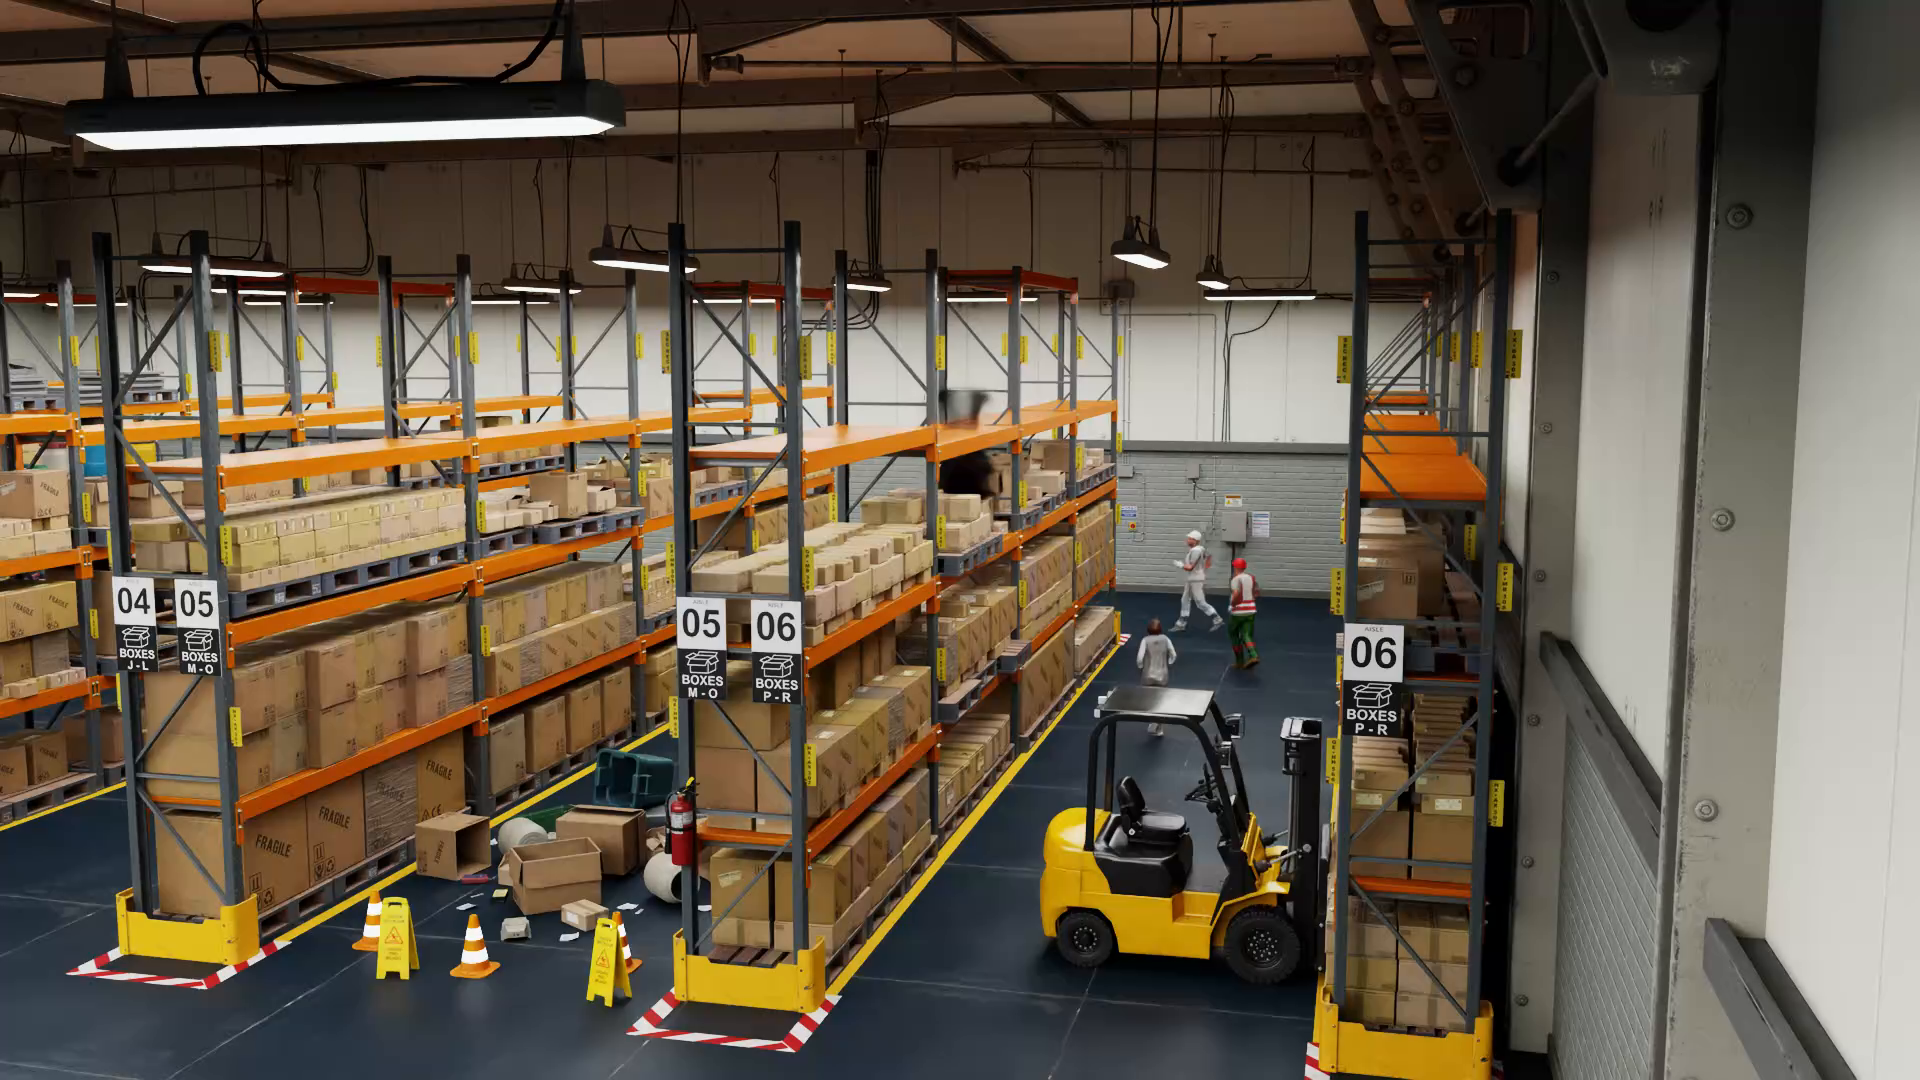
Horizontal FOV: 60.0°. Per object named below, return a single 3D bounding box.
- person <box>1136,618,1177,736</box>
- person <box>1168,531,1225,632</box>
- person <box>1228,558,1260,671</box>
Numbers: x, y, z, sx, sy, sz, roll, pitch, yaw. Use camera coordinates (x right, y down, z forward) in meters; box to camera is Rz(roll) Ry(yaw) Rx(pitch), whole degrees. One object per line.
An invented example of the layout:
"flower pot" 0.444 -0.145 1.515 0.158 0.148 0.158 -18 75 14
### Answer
"person" 2.535 1.808 21.428 0.527 1.535 0.591 1 7 4
"person" 4.109 0.728 28.847 0.991 1.787 0.671 2 7 13
"person" 4.445 1.168 25.696 0.627 1.762 0.833 -3 8 -22
